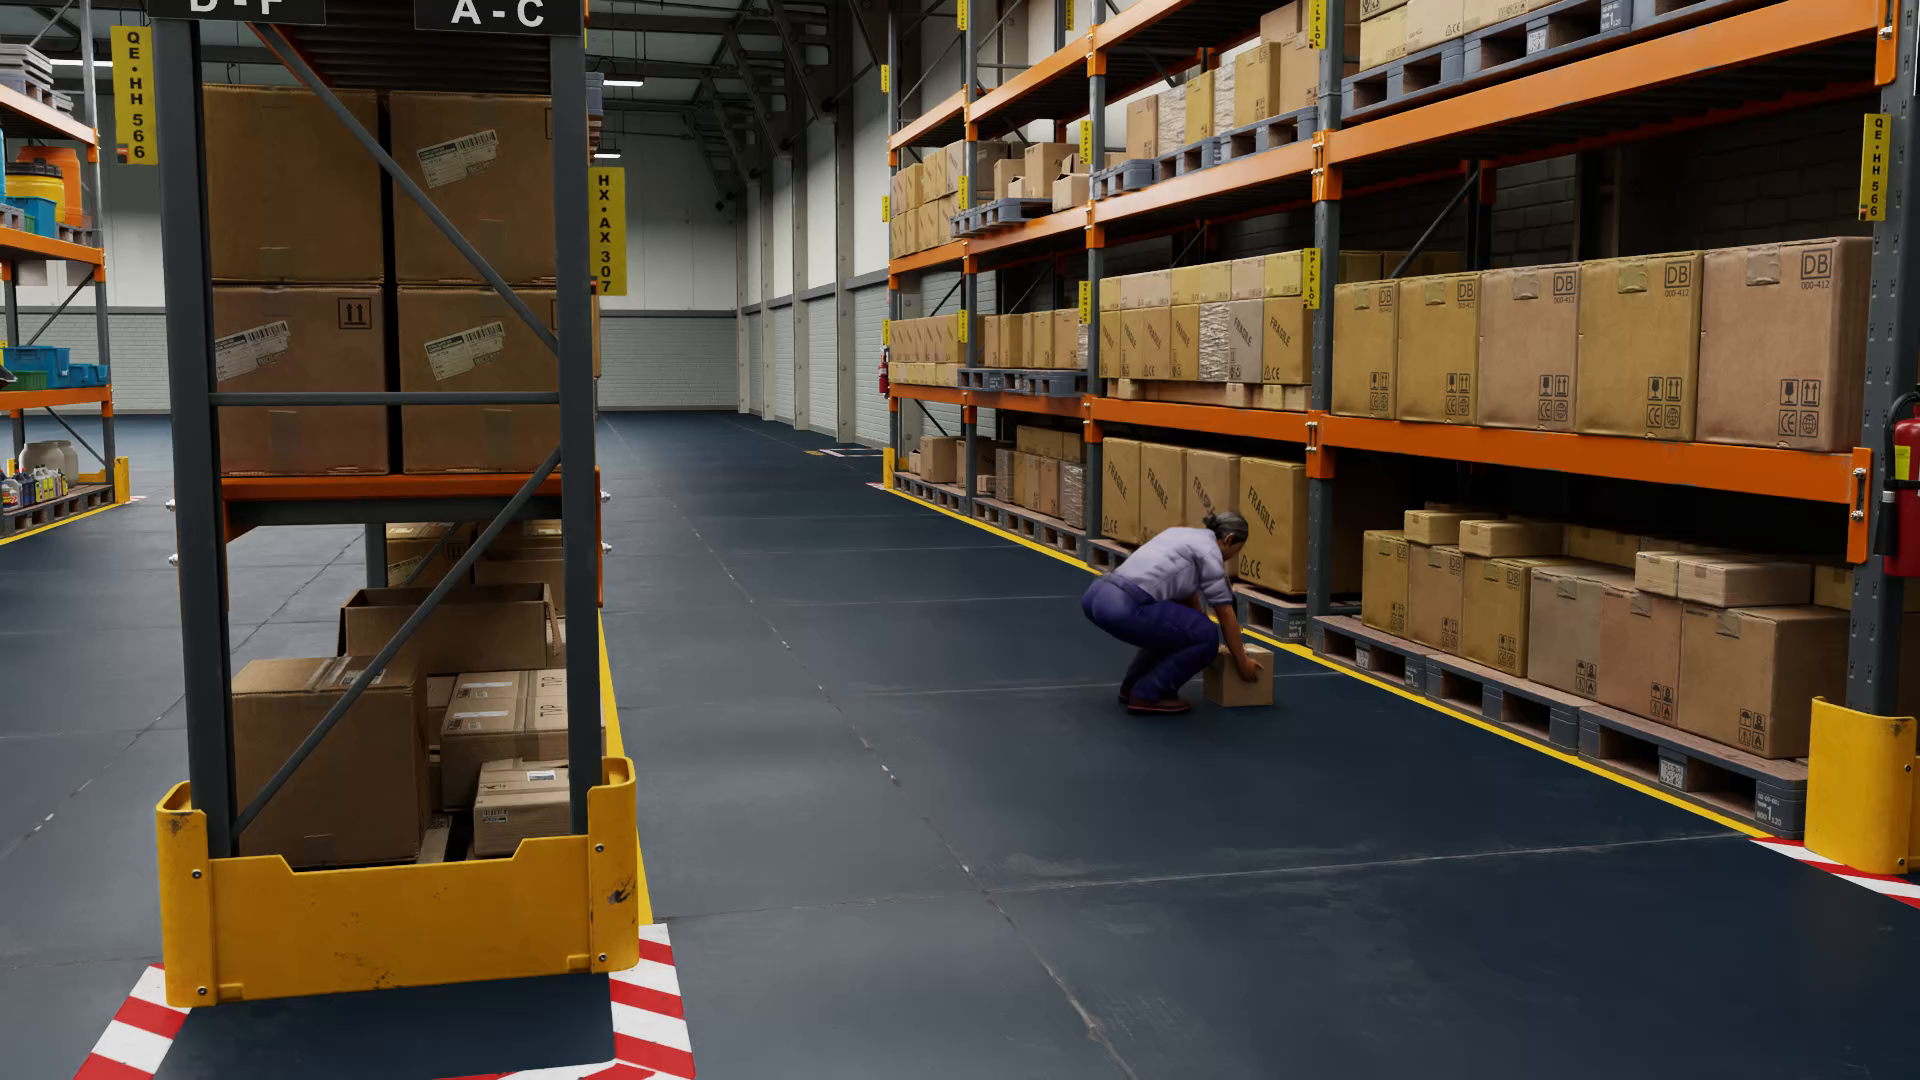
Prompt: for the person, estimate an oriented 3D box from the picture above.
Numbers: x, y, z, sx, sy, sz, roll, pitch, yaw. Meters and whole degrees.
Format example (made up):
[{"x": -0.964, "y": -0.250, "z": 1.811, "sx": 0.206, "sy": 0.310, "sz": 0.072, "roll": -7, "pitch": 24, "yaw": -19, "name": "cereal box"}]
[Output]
[{"x": 0.974, "y": 0.327, "z": 7.727, "sx": 0.821, "sy": 0.902, "sz": 0.526, "roll": -2, "pitch": 6, "yaw": -14, "name": "person"}]
